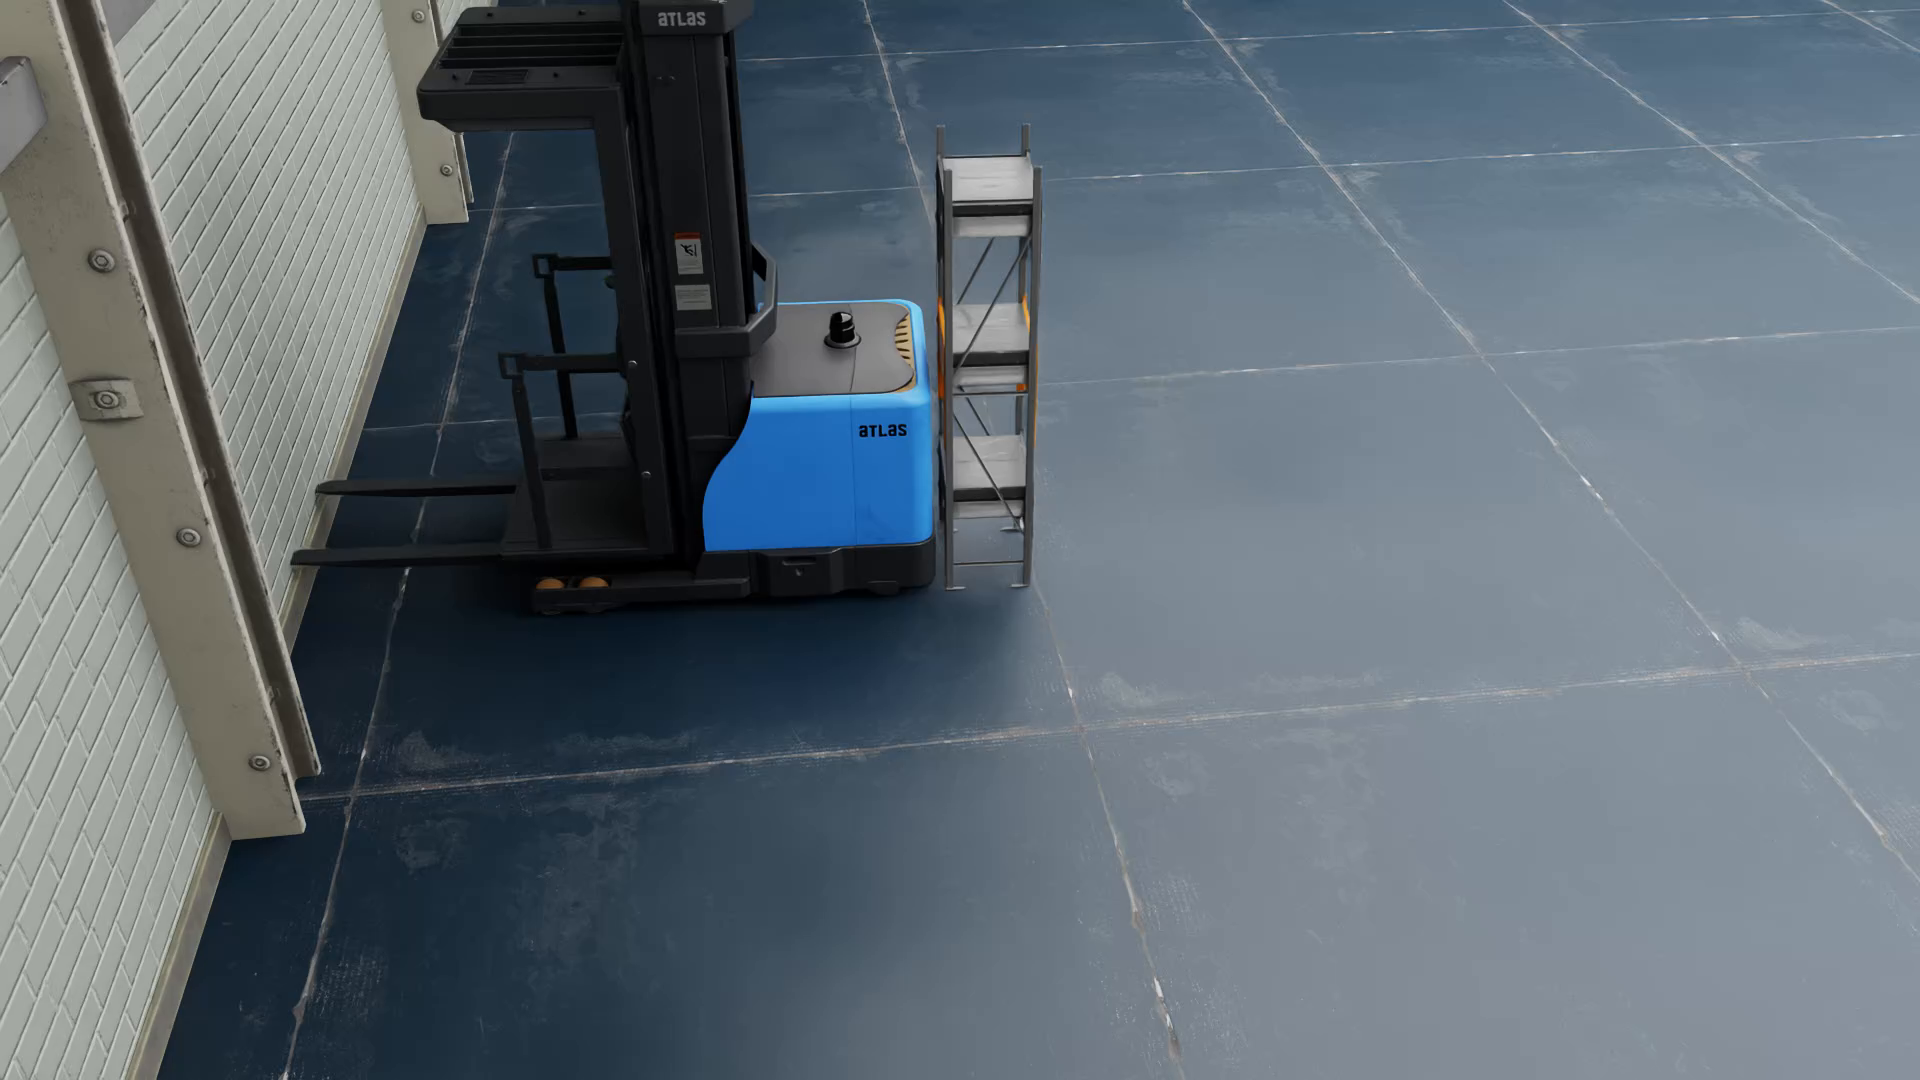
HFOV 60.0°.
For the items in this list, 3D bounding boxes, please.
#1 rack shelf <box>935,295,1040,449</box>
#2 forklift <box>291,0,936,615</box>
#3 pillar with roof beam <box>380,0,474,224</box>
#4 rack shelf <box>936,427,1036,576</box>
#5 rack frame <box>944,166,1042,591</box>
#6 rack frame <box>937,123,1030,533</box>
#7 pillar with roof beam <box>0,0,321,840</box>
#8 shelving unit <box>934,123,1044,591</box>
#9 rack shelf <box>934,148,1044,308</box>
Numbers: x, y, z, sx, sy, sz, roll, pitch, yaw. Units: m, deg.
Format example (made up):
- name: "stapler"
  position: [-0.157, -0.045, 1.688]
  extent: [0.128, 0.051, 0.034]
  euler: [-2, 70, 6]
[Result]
- name: "rack shelf"
  position: [0.117, -0.764, 7.530]
  extent: [0.431, 0.518, 0.480]
  euler: [-2, 34, -3]
- name: "forklift"
  position: [-1.654, -1.172, 7.367]
  extent: [3.031, 2.935, 1.130]
  euler: [-2, 34, -3]
- name: "pillar with roof beam"
  position: [0.692, -6.336, 9.556]
  extent: [9.100, 9.000, 0.400]
  euler: [-4, 35, -6]
- name: "rack shelf"
  position: [0.117, -0.185, 7.925]
  extent: [0.431, 0.518, 0.480]
  euler: [-2, 34, -3]
- name: "rack frame"
  position: [0.134, -0.638, 7.321]
  extent: [0.400, 2.100, 0.015]
  euler: [-2, 34, -3]
- name: "rack frame"
  position: [0.101, -0.912, 7.724]
  extent: [0.400, 2.100, 0.015]
  euler: [-2, 34, -3]
- name: "pillar with roof beam"
  position: [1.499, -2.987, 4.643]
  extent: [9.100, 9.000, 0.400]
  euler: [-4, 35, -6]
- name: "shelving unit"
  position: [0.117, -0.775, 7.523]
  extent: [0.431, 2.100, 0.503]
  euler: [-2, 34, -3]
- name: "rack shelf"
  position: [0.117, -1.342, 7.136]
  extent: [0.431, 0.518, 0.480]
  euler: [-2, 34, -3]
